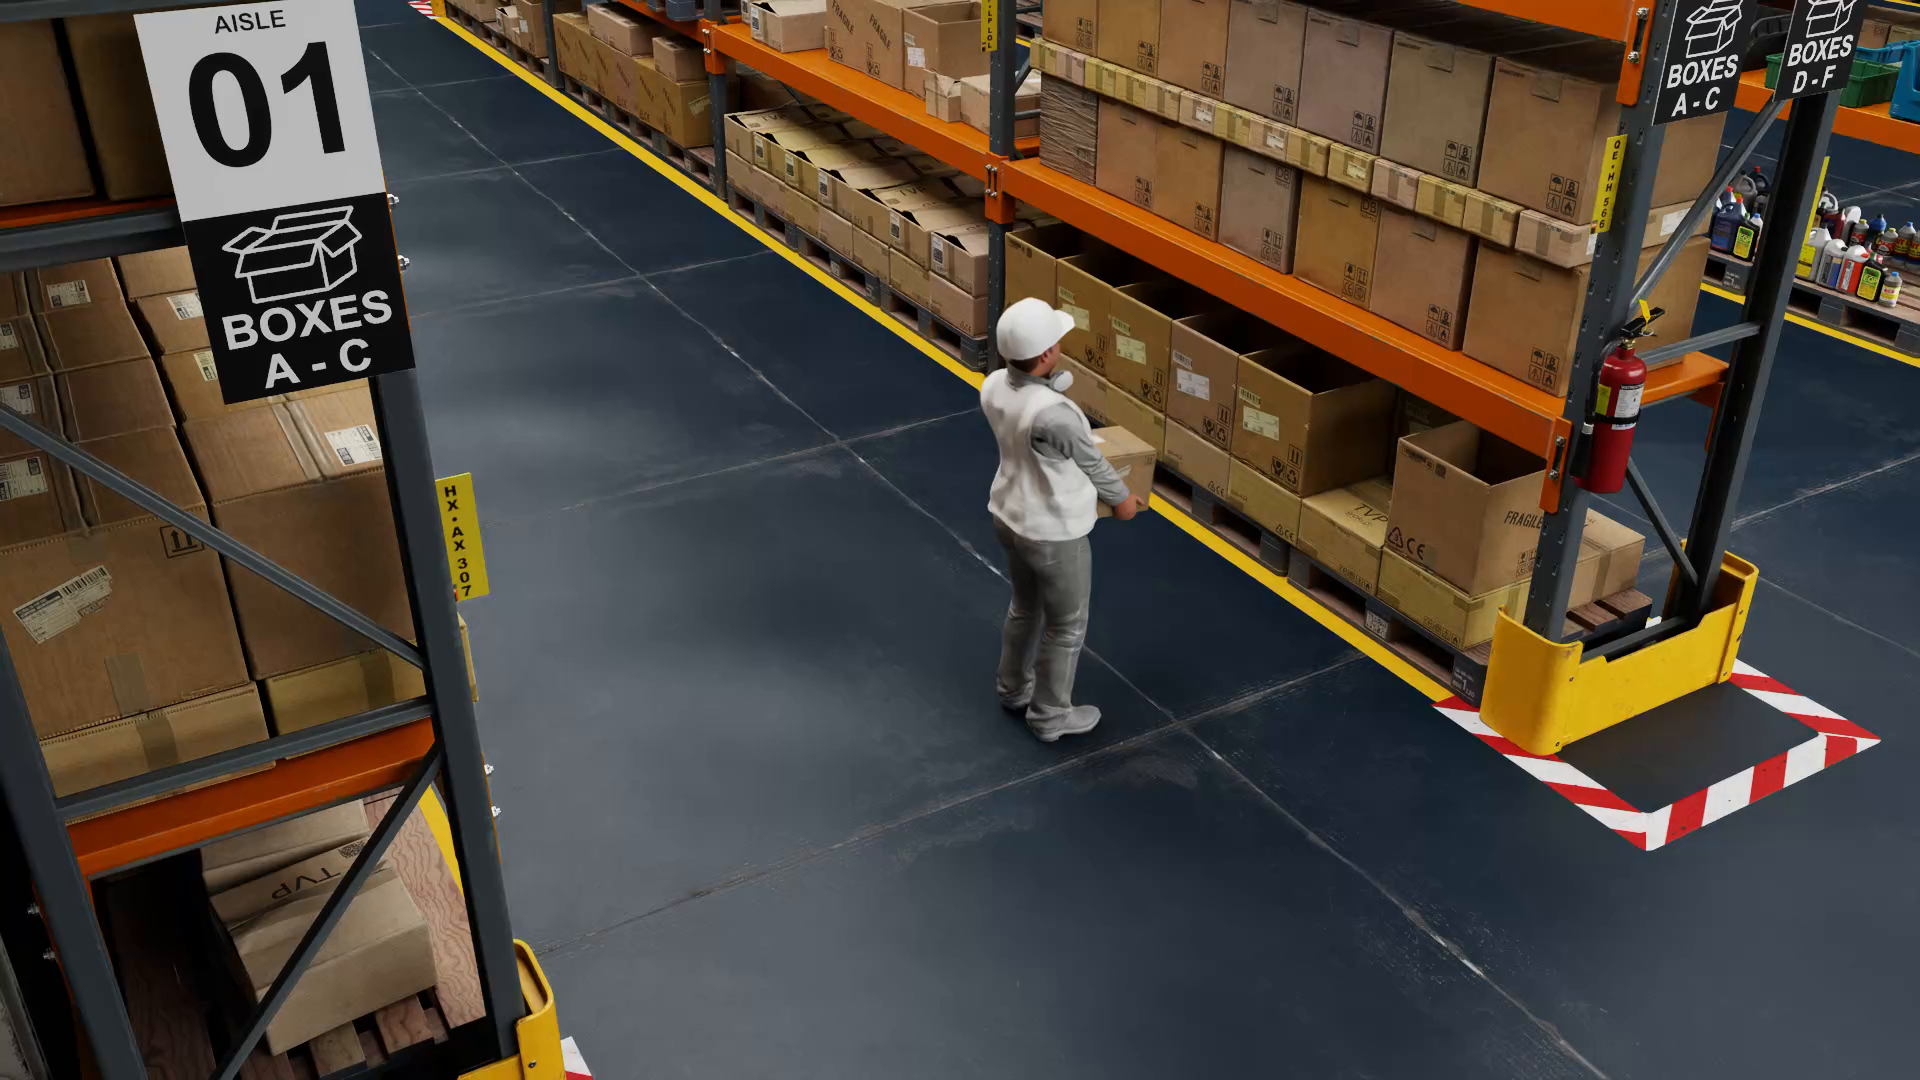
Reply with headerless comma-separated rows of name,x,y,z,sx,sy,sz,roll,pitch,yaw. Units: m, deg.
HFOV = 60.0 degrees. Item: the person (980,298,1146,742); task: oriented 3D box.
person,0.384,-0.101,6.291,0.553,1.762,0.494,-15,32,-26
